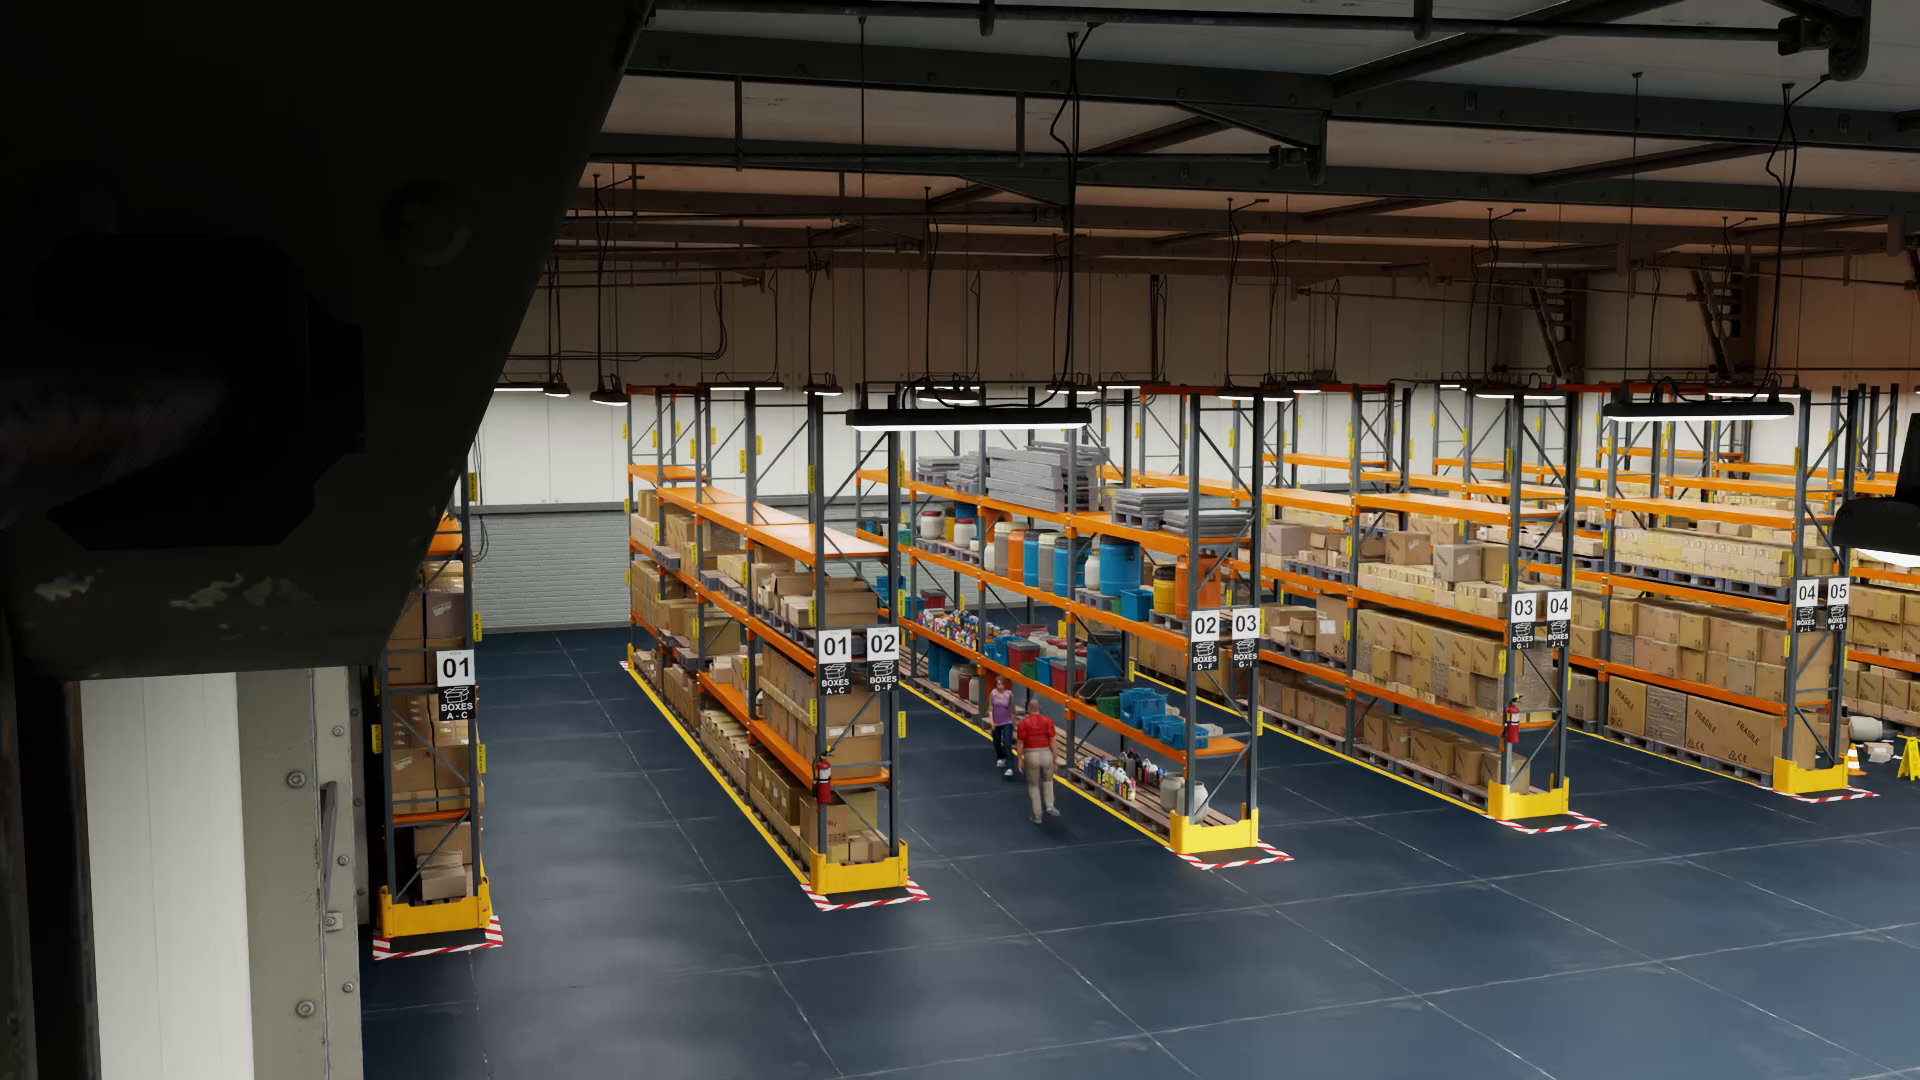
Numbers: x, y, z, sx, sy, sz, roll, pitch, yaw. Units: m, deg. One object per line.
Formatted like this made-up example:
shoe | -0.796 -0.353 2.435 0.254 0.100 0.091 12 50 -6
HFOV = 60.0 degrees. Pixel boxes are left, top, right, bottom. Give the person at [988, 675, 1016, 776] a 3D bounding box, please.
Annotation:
person | 0.685 2.880 26.059 0.461 1.544 0.775 2 6 20

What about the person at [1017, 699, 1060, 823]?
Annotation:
person | 1.094 3.079 23.189 0.595 1.716 0.495 -1 6 -11
